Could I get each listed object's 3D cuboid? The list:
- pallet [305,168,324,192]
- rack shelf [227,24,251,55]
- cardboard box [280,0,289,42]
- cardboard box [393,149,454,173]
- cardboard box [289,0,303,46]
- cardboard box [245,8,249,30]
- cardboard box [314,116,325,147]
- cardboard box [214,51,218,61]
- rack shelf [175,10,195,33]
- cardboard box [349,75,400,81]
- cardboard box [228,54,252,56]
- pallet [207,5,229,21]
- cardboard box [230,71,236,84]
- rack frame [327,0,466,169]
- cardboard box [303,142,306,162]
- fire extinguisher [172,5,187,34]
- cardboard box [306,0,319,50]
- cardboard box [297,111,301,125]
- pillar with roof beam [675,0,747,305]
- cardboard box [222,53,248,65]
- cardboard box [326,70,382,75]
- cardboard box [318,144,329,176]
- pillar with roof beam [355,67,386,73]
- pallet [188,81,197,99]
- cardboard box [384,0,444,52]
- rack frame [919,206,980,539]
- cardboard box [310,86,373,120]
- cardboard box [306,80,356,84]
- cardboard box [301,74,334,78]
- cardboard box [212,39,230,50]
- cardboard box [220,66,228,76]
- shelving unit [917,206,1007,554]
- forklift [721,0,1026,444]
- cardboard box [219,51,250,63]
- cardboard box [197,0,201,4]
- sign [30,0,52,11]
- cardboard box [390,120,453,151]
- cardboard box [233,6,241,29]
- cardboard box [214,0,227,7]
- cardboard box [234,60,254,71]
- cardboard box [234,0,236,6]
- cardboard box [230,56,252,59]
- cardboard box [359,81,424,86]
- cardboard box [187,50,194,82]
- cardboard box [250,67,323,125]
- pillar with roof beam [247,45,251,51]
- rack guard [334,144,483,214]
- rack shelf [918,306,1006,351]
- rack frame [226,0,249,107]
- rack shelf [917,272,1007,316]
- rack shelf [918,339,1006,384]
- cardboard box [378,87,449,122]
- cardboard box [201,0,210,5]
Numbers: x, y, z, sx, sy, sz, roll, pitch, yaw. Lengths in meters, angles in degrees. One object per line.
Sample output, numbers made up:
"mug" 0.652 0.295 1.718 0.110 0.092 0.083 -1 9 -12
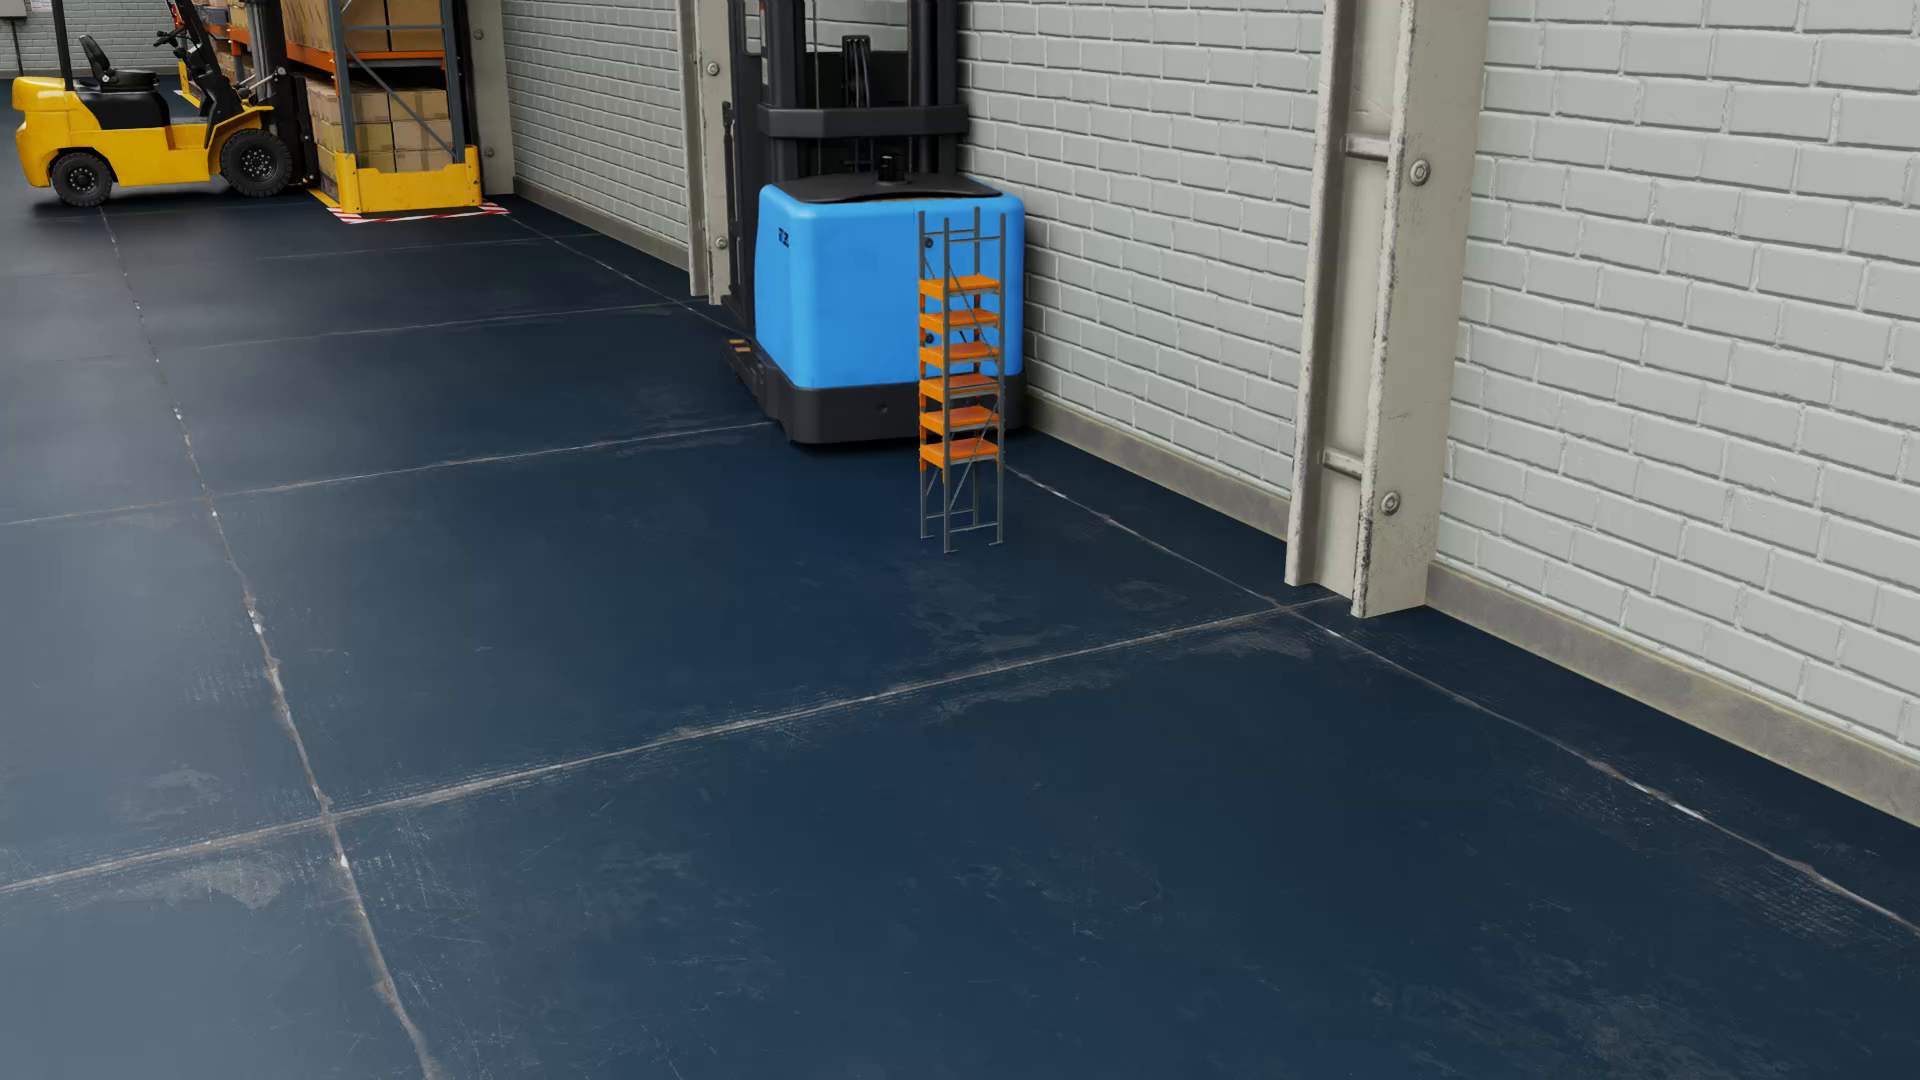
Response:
"pallet" -5.794 -3.593 16.221 1.003 0.211 1.213 -10 21 -27
"rack shelf" -7.668 -5.731 19.244 1.077 0.370 4.000 -10 21 -27
"cardboard box" -6.476 -5.229 16.534 0.500 0.500 0.500 -10 21 -26
"cardboard box" -4.880 -3.419 15.012 0.500 0.250 0.500 -10 21 -26
"cardboard box" -6.014 -4.937 15.686 0.500 0.500 0.500 -10 21 -26
"cardboard box" -7.892 -5.968 19.058 0.500 0.250 0.500 -9 21 -25
"cardboard box" -5.554 -3.721 15.120 0.500 0.250 0.500 -10 22 -27
"cardboard box" -10.581 -6.973 23.934 0.380 0.149 0.250 -9 21 -24
"rack shelf" -11.467 -8.027 25.899 1.077 0.370 4.000 -10 21 -27
"cardboard box" -5.832 -4.467 16.516 0.500 0.250 0.500 -10 21 -26
"cardboard box" -9.752 -6.535 22.664 0.380 0.149 0.250 -10 21 -26
"pallet" -9.545 -7.112 22.438 1.003 0.211 1.213 -10 21 -27
"cardboard box" -9.236 -5.895 21.806 0.500 0.500 0.500 -10 22 -27
"rack frame" -4.819 -4.349 14.135 1.000 3.000 0.127 -10 21 -27
"cardboard box" -6.044 -3.768 16.025 0.500 0.250 0.500 -9 21 -25
"fire extinguisher" -12.893 -8.699 27.434 0.296 0.674 0.183 -10 21 -27
"cardboard box" -5.522 -4.647 14.846 0.500 0.500 0.500 -9 21 -25
"cardboard box" -6.052 -4.010 15.958 0.500 0.250 0.500 -10 21 -27
"pillar with roof beam" -5.296 -5.135 7.216 9.100 9.000 0.400 -10 21 -27
"cardboard box" -10.022 -6.679 23.083 0.380 0.149 0.250 -10 21 -27
"cardboard box" -6.315 -4.757 17.357 0.500 0.250 0.500 -10 21 -26
"cardboard box" -5.548 -3.478 15.182 0.500 0.250 0.500 -10 21 -27
"pillar with roof beam" -10.994 -8.580 17.200 9.100 9.000 0.400 -10 21 -27
"pallet" -12.001 -7.373 27.175 1.003 0.211 1.213 -10 21 -27
"cardboard box" -4.810 -4.581 14.656 0.500 0.500 0.500 -9 21 -25
"rack frame" -0.037 -0.589 6.000 0.240 1.200 0.006 -10 21 -27
"cardboard box" -5.560 -3.950 15.017 0.500 0.250 0.500 -10 21 -26
"cardboard box" -6.042 -4.239 15.858 0.500 0.250 0.500 -10 22 -28
"cardboard box" -6.531 -4.532 16.707 0.500 0.250 0.500 -10 21 -27
"cardboard box" -10.528 -7.123 23.913 0.380 0.149 0.250 -10 22 -28
"cardboard box" -9.750 -6.191 22.664 0.500 0.500 0.500 -11 22 -29
"shelving unit" 0.007 -0.563 5.924 0.258 1.200 0.189 -10 21 -27
"forklift" -0.611 -2.240 8.129 1.130 2.935 3.031 -5 20 -15
"cardboard box" -10.250 -6.833 23.530 0.380 0.149 0.250 -11 22 -29
"cardboard box" -10.239 -7.717 23.100 0.700 0.500 0.500 -10 21 -26
"sign" -17.227 -10.161 31.126 0.329 0.494 0.001 -10 21 -27
"cardboard box" -4.859 -3.651 14.918 0.500 0.250 0.500 -10 21 -26
"cardboard box" -8.388 -6.264 19.916 0.500 0.250 0.500 -10 22 -28
"cardboard box" -9.267 -6.854 21.137 0.380 0.149 0.250 -10 21 -26
"cardboard box" -9.075 -6.071 21.321 0.380 0.149 0.250 -11 22 -29
"cardboard box" -8.385 -6.501 19.838 0.500 0.250 0.500 -9 21 -25
"cardboard box" -9.523 -6.382 22.221 0.380 0.149 0.250 -10 22 -27
"cardboard box" -5.349 -4.175 15.672 0.500 0.250 0.500 -10 21 -27
"cardboard box" -12.210 -7.770 27.233 0.797 0.503 0.637 -11 22 -29
"cardboard box" -8.016 -5.354 20.044 0.875 0.625 0.625 -9 21 -25
"pillar with roof beam" -16.693 -12.024 27.183 9.100 9.000 0.400 -10 21 -27
"rack guard" -4.808 -3.160 14.523 1.175 0.500 0.348 -10 21 -27
"rack shelf" 0.007 -0.748 5.860 0.258 0.103 0.180 -10 21 -27
"rack frame" -8.618 -6.645 20.791 1.000 3.000 0.127 -10 21 -27
"rack shelf" 0.007 -0.861 5.821 0.258 0.103 0.180 -10 21 -27
"rack shelf" 0.007 -0.634 5.899 0.258 0.103 0.180 -10 21 -27
"cardboard box" -4.881 -3.887 14.837 0.500 0.250 0.500 -10 22 -27
"cardboard box" -9.866 -7.492 22.447 0.700 0.500 0.500 -10 21 -27
